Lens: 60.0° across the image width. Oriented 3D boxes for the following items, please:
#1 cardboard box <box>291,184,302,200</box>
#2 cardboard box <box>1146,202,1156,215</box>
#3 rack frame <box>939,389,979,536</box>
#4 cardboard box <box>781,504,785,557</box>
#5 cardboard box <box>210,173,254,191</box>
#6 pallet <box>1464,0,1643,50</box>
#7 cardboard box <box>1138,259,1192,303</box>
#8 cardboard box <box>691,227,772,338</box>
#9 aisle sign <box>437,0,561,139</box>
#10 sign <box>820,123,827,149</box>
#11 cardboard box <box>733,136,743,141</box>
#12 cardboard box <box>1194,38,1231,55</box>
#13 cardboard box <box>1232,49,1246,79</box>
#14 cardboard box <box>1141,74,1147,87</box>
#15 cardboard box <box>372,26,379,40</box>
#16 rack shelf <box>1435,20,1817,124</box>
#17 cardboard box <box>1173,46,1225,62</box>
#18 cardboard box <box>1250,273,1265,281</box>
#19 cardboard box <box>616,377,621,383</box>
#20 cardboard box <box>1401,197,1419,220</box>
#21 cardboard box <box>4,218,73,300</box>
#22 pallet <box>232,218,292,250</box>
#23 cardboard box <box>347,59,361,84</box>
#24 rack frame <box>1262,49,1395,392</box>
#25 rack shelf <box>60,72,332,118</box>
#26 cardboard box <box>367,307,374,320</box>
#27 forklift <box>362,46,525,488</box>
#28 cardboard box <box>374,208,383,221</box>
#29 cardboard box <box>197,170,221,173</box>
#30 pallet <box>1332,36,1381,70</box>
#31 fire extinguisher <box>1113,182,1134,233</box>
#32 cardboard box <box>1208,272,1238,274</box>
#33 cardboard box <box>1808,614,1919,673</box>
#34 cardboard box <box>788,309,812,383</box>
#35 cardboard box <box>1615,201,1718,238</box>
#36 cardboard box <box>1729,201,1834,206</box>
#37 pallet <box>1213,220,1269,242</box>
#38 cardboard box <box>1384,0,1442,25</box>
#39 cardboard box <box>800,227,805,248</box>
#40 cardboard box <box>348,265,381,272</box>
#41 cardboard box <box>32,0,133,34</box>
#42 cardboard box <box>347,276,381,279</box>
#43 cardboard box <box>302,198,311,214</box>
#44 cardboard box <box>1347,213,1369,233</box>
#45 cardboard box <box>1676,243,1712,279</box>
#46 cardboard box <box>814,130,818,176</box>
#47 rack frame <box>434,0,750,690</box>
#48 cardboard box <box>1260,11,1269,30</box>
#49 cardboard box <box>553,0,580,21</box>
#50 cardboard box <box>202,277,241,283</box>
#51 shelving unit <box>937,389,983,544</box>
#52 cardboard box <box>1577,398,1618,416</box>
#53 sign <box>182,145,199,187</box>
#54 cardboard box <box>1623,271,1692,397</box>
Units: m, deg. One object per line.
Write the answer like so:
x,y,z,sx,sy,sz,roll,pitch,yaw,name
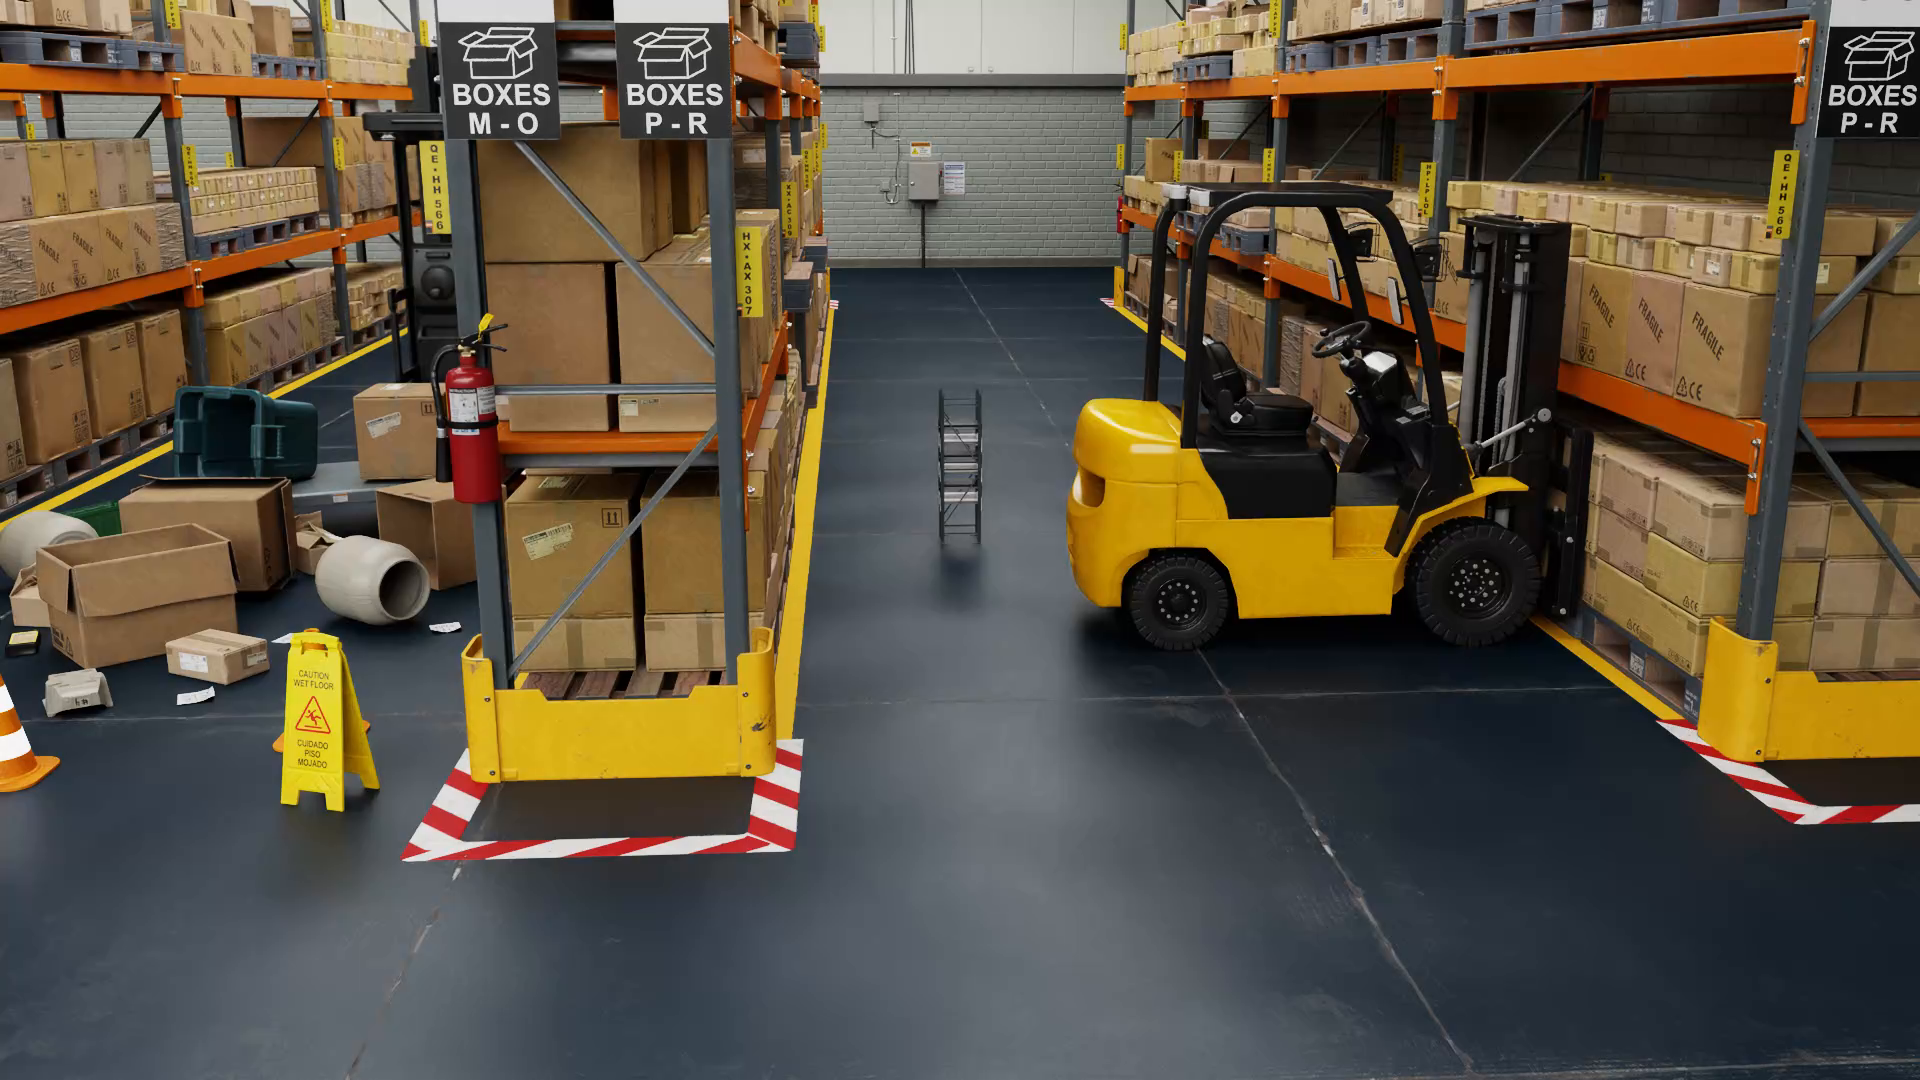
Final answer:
-6.741,-3.436,16.426,0.380,0.149,0.250,0,14,-1,cardboard box
2.461,-4.013,20.109,0.380,0.149,0.250,-1,14,-2,cardboard box
-0.007,-0.463,10.020,0.240,0.900,0.006,-1,14,-3,rack frame
-1.188,-0.015,8.742,0.500,0.250,0.500,-1,14,-3,cardboard box
-6.663,-3.253,15.118,0.380,0.149,0.250,0,14,-2,cardboard box
3.470,-2.821,9.129,1.003,0.211,1.213,-1,14,-3,pallet
2.605,-3.233,20.747,0.700,0.500,0.500,0,14,-1,cardboard box
-1.175,-1.247,8.056,0.500,0.500,0.500,-1,14,-5,cardboard box
-1.601,-1.790,5.745,0.394,0.787,0.004,-1,14,-3,aisle sign
-1.764,-5.210,21.458,0.100,0.325,0.005,-1,14,-3,sign
-2.104,-3.197,14.226,0.500,0.500,0.500,-1,14,-5,cardboard box
2.542,-4.924,16.586,0.380,0.149,0.250,-1,14,-3,cardboard box
2.806,-4.371,15.277,0.500,0.250,0.500,-1,14,-3,cardboard box
2.413,-5.598,20.249,0.380,0.149,0.250,-1,14,-4,cardboard box
-6.853,-5.782,18.958,0.380,0.149,0.250,-1,14,-5,cardboard box
3.515,-2.230,8.097,1.077,0.370,4.000,-1,14,-3,rack shelf
2.616,-5.253,18.107,0.500,0.250,0.500,-1,14,-3,cardboard box
3.251,-2.707,17.399,0.380,0.149,0.250,-1,14,-3,cardboard box
-1.594,-0.773,7.517,0.380,0.149,0.250,-1,14,-3,cardboard box
3.152,-2.193,11.026,0.380,0.149,0.250,-1,14,-3,cardboard box
-6.321,-1.877,11.102,0.500,0.500,0.500,-1,14,-4,cardboard box
-6.908,-2.837,15.420,1.003,0.211,1.213,-1,14,-3,pallet
-6.798,-5.057,17.943,0.500,0.250,0.500,-1,14,-4,cardboard box
3.143,-2.618,14.181,1.000,3.000,0.127,-1,14,-3,rack frame
-6.869,-4.040,15.134,1.077,0.370,4.000,-1,14,-3,rack shelf
-6.844,-2.541,18.762,0.380,0.149,0.250,-1,14,-5,cardboard box
-3.293,-1.839,11.291,1.130,2.935,3.031,-1,14,-3,forklift
-6.814,-3.714,18.946,0.380,0.149,0.250,0,14,-1,cardboard box
-7.378,-3.503,16.089,0.380,0.149,0.250,-1,14,-4,cardboard box
3.347,-3.534,12.099,1.003,0.211,1.213,0,14,-1,pallet
2.177,-4.419,22.084,0.296,0.674,0.183,-1,14,-3,fire extinguisher
2.746,-2.759,17.600,0.380,0.149,0.250,-1,14,-5,cardboard box
3.804,0.375,7.225,0.500,0.250,0.500,-1,14,-3,cardboard box
-1.771,-1.888,14.765,0.875,0.875,0.875,-1,14,-4,cardboard box
3.249,-1.472,7.629,0.380,0.149,0.250,-1,14,-2,cardboard box
3.777,-1.480,7.658,0.380,0.149,0.250,0,14,-2,cardboard box
3.018,-3.008,16.084,1.003,0.211,1.213,-1,14,-3,pallet
3.020,-3.475,10.952,0.380,0.149,0.250,-1,14,-4,cardboard box
-1.368,-2.286,12.551,0.380,0.149,0.250,-1,14,-2,cardboard box
-7.410,-3.337,20.660,0.380,0.149,0.250,-1,14,-2,cardboard box
-6.381,-3.845,12.065,0.500,0.311,0.500,-1,14,-3,cardboard box
-6.903,-2.960,19.197,0.380,0.149,0.250,-1,15,-6,cardboard box
-6.754,-3.355,16.707,0.380,0.149,0.250,-1,14,-3,cardboard box
3.041,-2.166,11.721,0.500,0.250,0.500,-1,14,-2,cardboard box
3.337,-1.201,7.173,0.380,0.149,0.250,-1,14,-2,cardboard box
-1.892,-4.443,19.068,0.500,0.500,0.500,-1,14,-2,cardboard box
-1.315,-0.551,6.147,1.000,3.000,0.127,-1,14,-3,rack frame
2.849,-4.548,14.568,0.380,0.149,0.250,-1,14,-5,cardboard box
-1.616,-1.966,6.132,0.380,0.149,0.250,-1,14,-3,cardboard box
-7.148,-2.342,15.779,0.500,0.250,0.500,0,14,-1,cardboard box
0.000,-0.438,9.922,0.258,0.900,0.210,-1,14,-3,shelving unit
3.679,-0.608,9.038,0.500,0.250,0.500,-1,14,-3,cardboard box
-6.191,-3.009,13.377,0.100,0.325,0.005,-1,14,-3,sign
3.323,-0.924,7.398,0.500,0.500,0.500,0,14,-2,cardboard box
